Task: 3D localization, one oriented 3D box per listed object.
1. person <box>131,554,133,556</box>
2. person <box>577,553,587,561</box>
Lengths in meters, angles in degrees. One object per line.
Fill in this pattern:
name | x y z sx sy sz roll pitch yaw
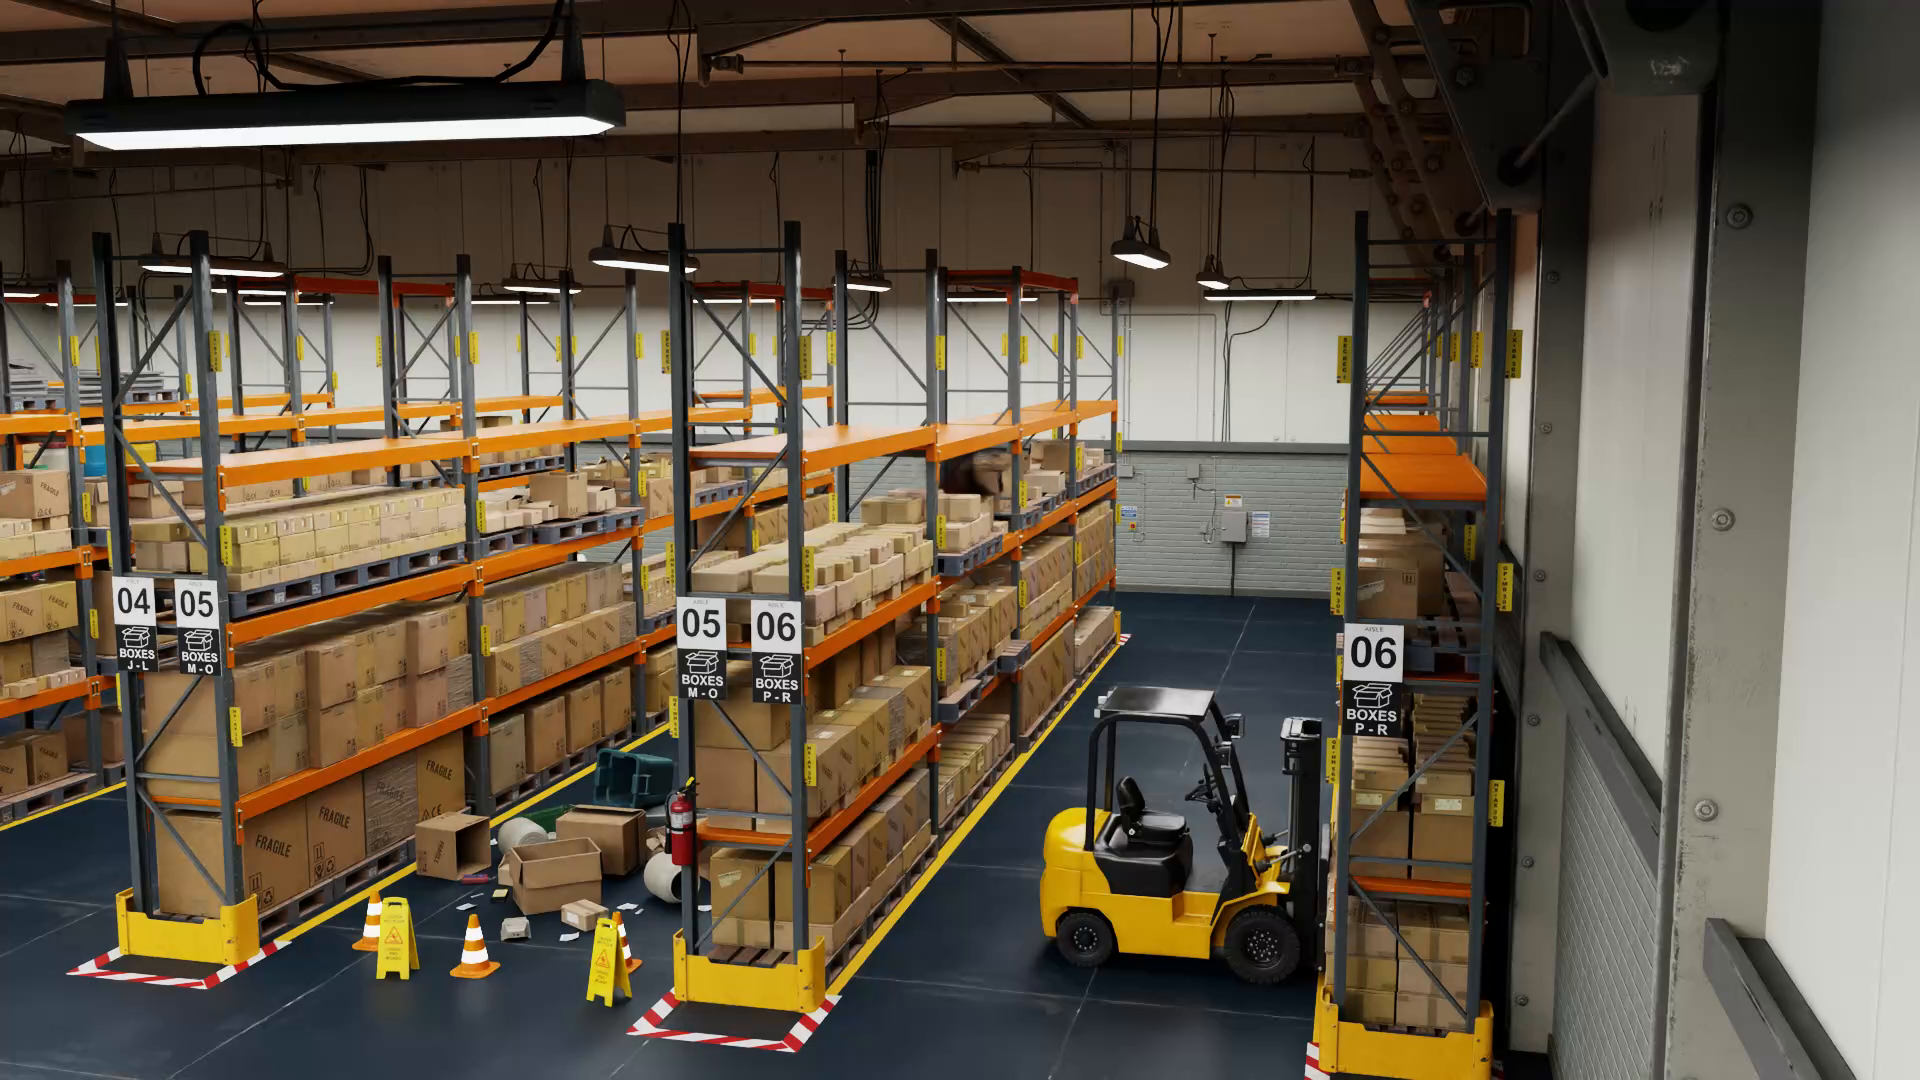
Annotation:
person | -14.757 0.649 29.817 0.686 1.746 0.949 1 7 5
person | -5.796 1.091 26.244 0.647 1.756 0.588 3 8 23
